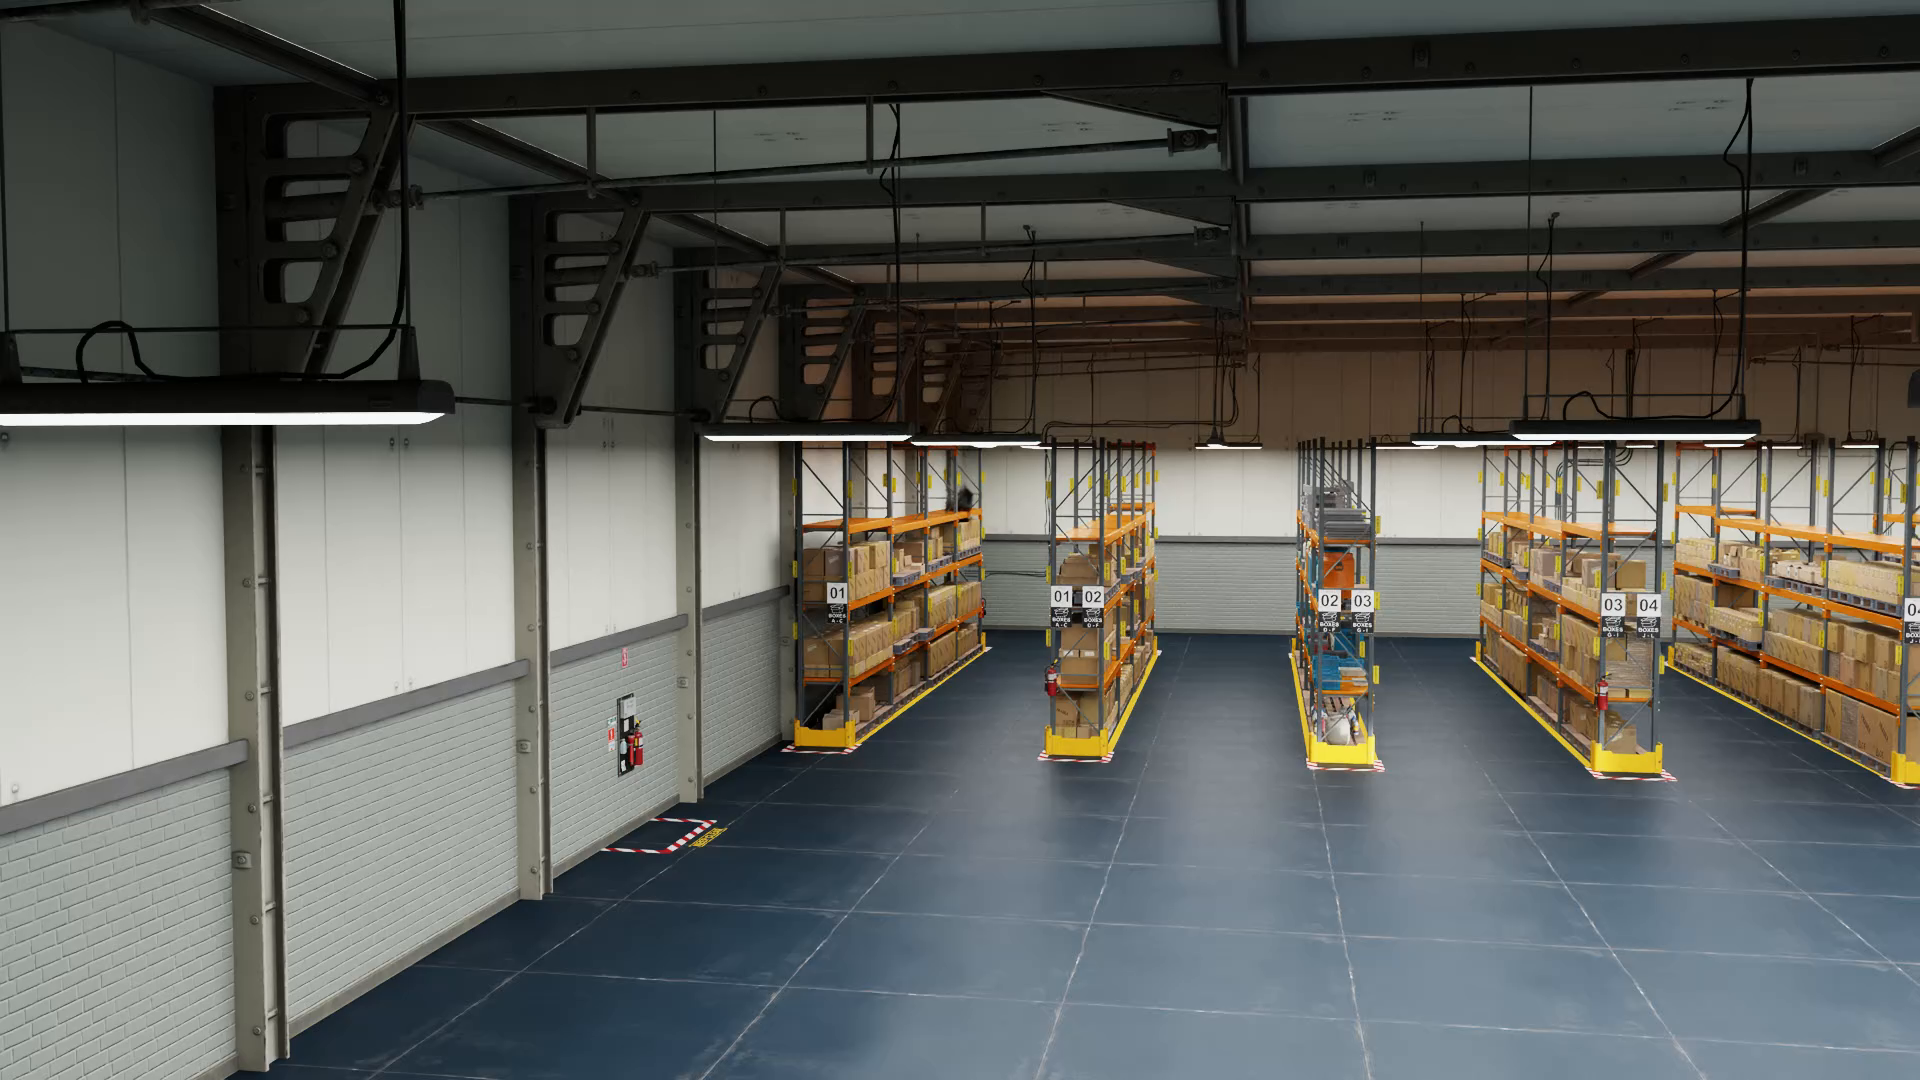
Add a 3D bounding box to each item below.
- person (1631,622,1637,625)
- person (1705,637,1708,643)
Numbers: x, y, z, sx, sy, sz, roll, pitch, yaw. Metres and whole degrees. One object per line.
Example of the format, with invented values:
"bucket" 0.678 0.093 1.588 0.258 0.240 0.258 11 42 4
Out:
"person" 17.727 2.582 44.249 0.596 1.593 0.538 2 3 29
"person" 20.627 2.566 45.616 0.480 1.522 0.738 3 4 40
